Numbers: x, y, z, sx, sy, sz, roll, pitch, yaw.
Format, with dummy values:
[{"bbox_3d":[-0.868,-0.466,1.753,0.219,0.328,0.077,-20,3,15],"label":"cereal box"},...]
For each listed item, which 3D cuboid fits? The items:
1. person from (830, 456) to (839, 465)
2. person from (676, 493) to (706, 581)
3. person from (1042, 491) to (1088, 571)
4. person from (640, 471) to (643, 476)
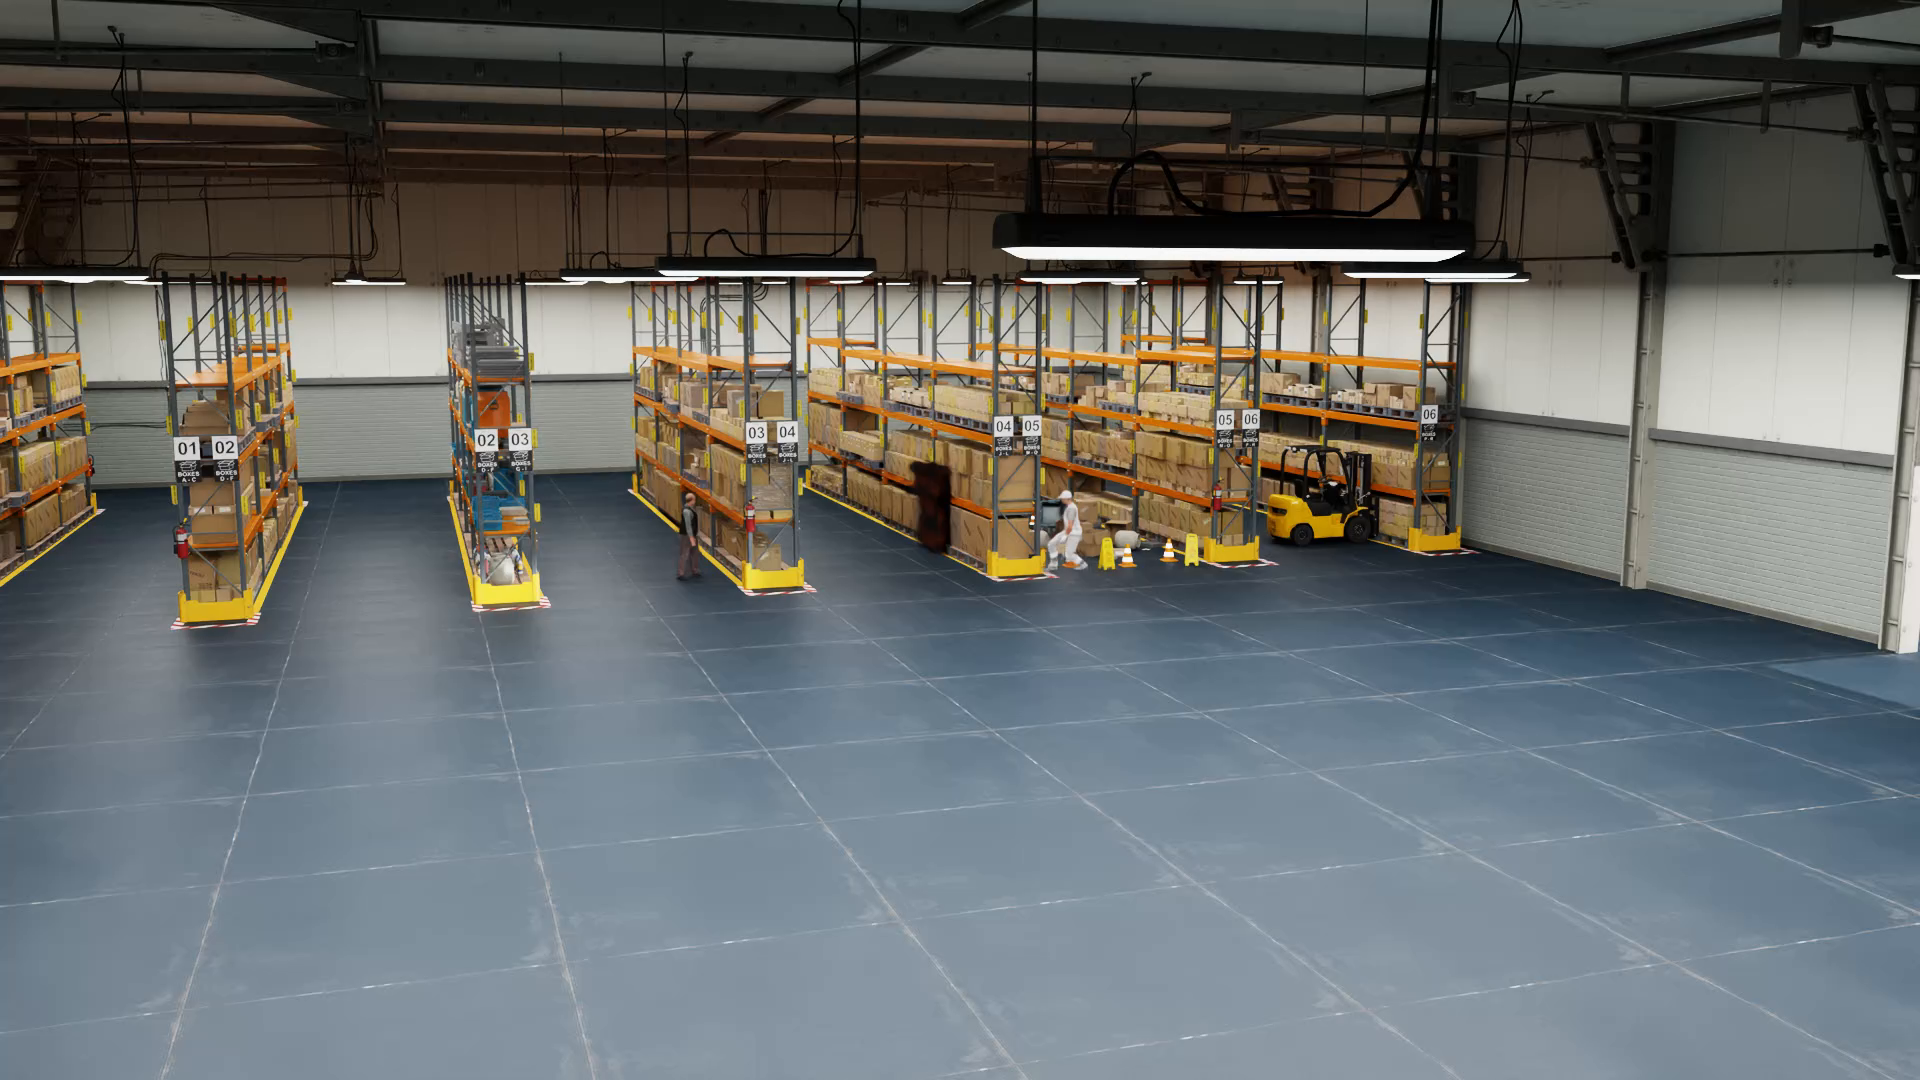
[{"bbox_3d":[-3.682,-2.733,50.187,0.633,1.760,0.582,-6,11,-36],"label":"person"},{"bbox_3d":[-5.343,-0.052,32.837,0.491,1.766,0.647,1,9,6],"label":"person"},{"bbox_3d":[2.085,-0.169,32.182,0.875,1.572,0.526,-4,10,-27],"label":"person"},{"bbox_3d":[-9.055,-2.454,48.464,0.902,1.738,0.600,1,9,10],"label":"person"}]
